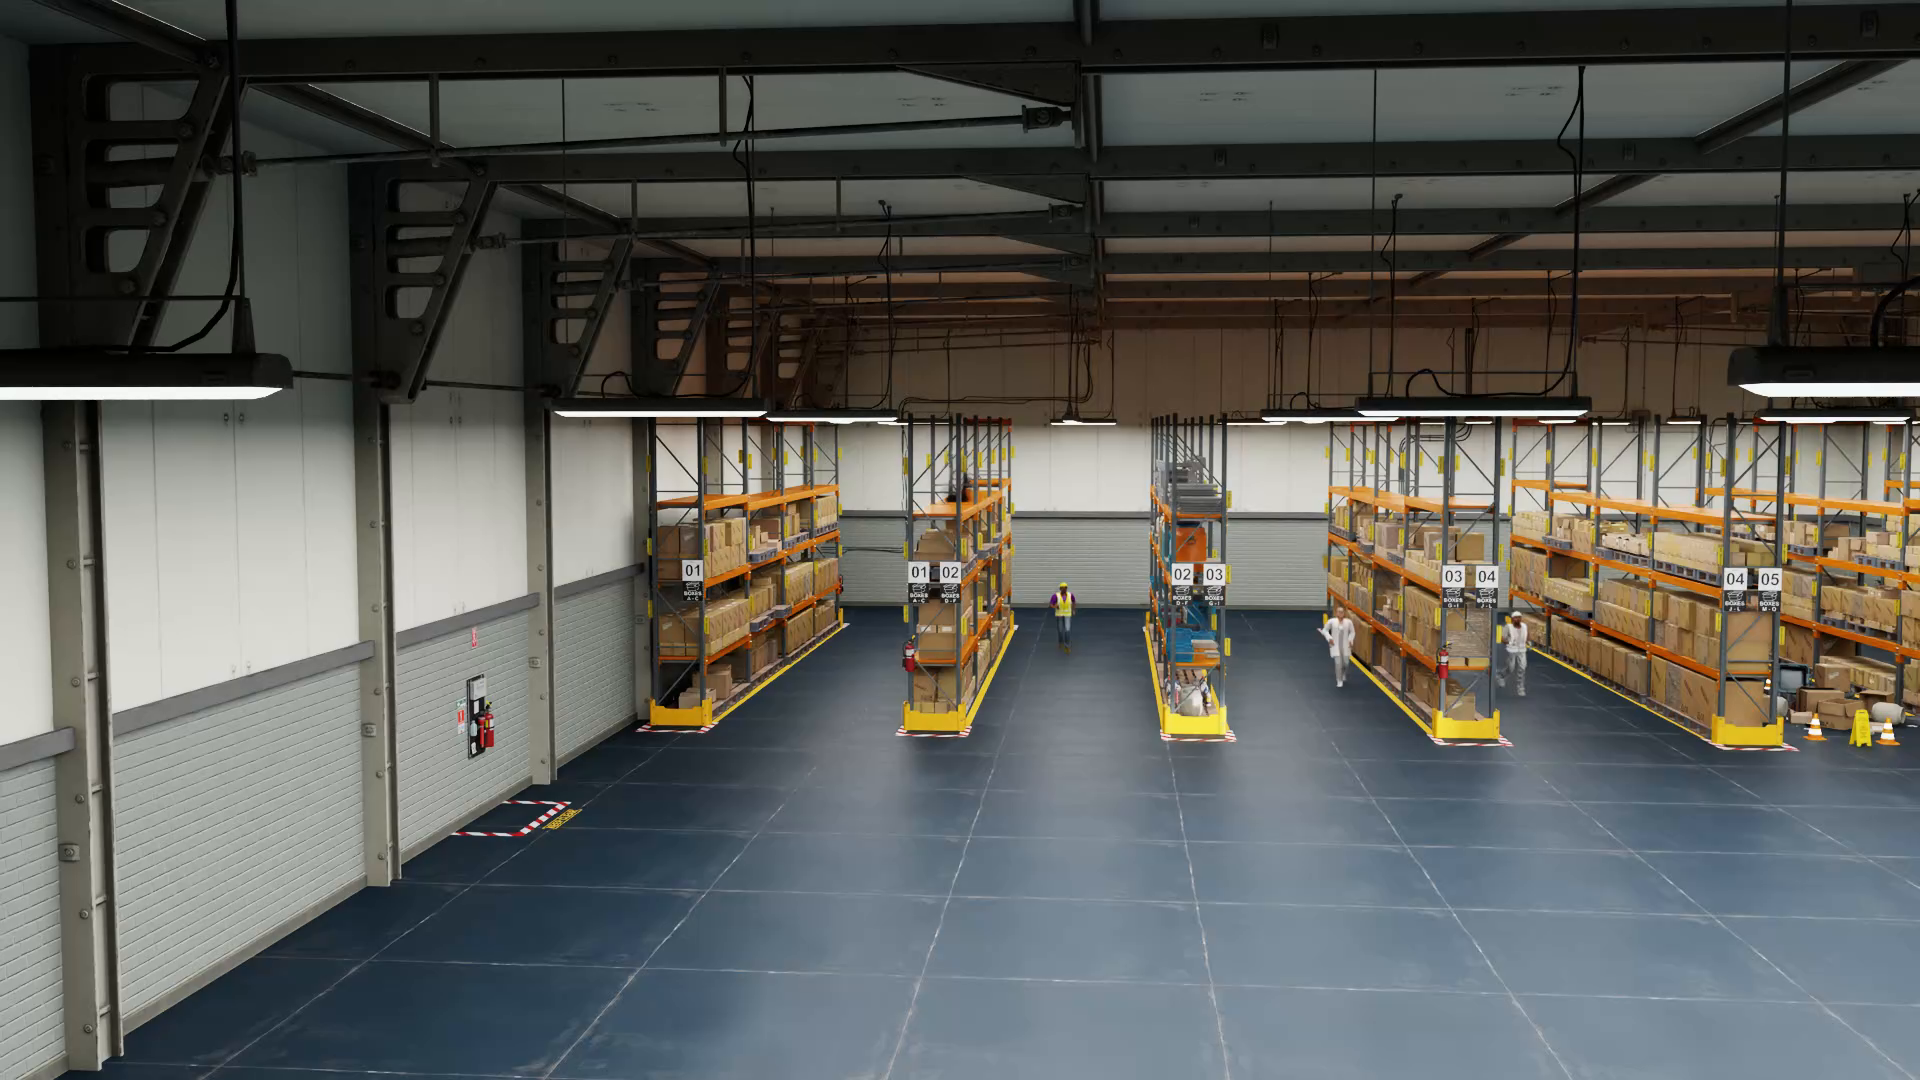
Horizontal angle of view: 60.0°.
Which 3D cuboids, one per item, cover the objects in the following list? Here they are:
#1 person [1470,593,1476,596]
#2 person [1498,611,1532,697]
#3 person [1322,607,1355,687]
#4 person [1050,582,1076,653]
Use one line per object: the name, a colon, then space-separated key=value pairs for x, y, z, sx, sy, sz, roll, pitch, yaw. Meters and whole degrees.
person: x=13.899 y=1.843 z=45.739 sx=0.619 sy=1.599 sz=0.816 roll=2 pitch=4 yaw=24
person: x=11.979 y=2.422 z=35.861 sx=0.692 sy=1.789 sz=0.980 roll=0 pitch=4 yaw=-2
person: x=8.432 y=2.363 z=37.015 sx=0.721 sy=1.746 sz=0.639 roll=0 pitch=4 yaw=4
person: x=2.630 y=1.988 z=42.588 sx=0.676 sy=1.825 sz=0.769 roll=0 pitch=4 yaw=1
